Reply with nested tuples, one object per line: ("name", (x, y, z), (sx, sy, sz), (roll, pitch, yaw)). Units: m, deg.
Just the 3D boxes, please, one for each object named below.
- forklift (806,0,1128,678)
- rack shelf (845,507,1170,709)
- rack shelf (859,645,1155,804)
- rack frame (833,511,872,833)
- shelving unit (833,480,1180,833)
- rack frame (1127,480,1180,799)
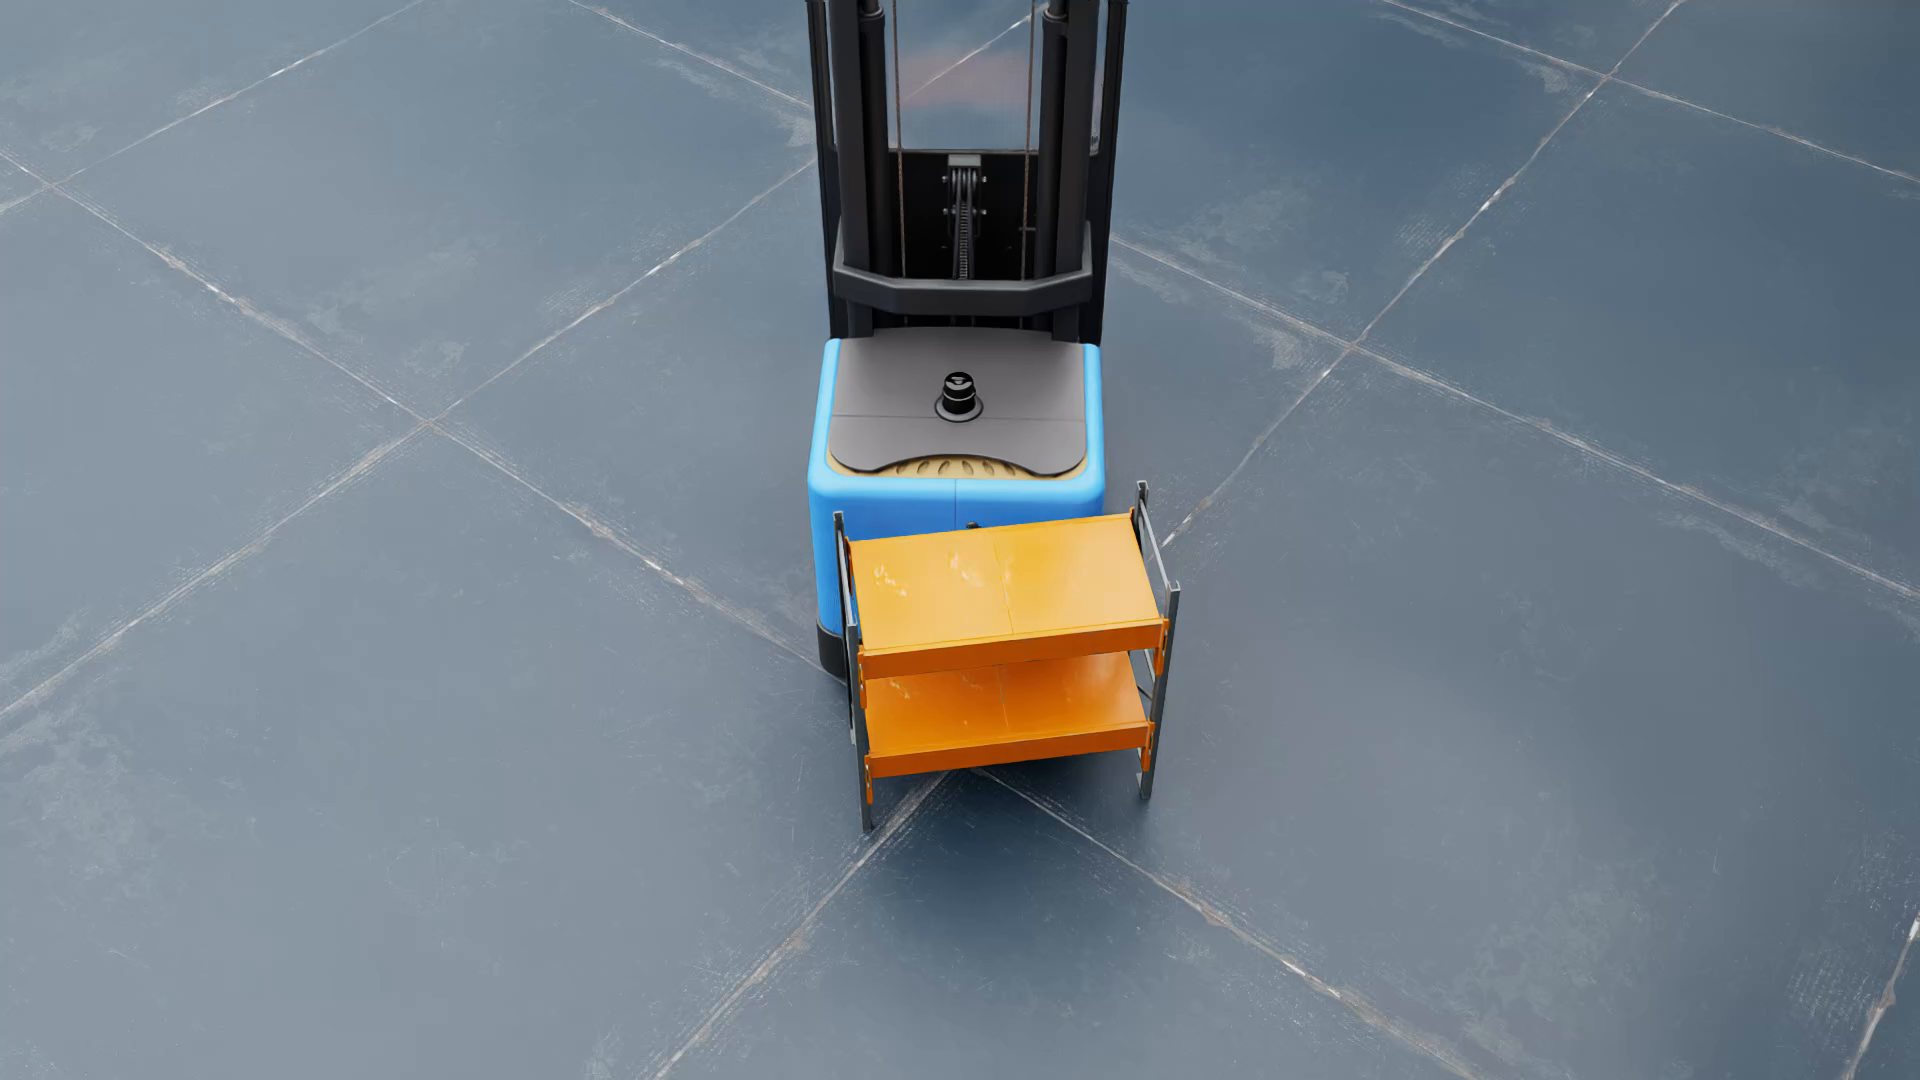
("forklift", (0.031, -1.523, 6.342), (1.130, 2.935, 3.031), (1, 46, 1))
("rack shelf", (0.137, 0.219, 5.523), (1.000, 0.278, 0.538), (-6, 47, -6))
("rack shelf", (0.137, 0.590, 5.912), (1.000, 0.278, 0.538), (-6, 47, -6))
("rack frame", (-0.366, 0.473, 5.685), (0.032, 1.125, 0.500), (-6, 47, -6))
("shelving unit", (0.137, 0.421, 5.735), (1.048, 1.125, 0.538), (-6, 47, -6))
("rack frame", (0.641, 0.369, 5.784), (0.032, 1.125, 0.500), (-6, 47, -6))
